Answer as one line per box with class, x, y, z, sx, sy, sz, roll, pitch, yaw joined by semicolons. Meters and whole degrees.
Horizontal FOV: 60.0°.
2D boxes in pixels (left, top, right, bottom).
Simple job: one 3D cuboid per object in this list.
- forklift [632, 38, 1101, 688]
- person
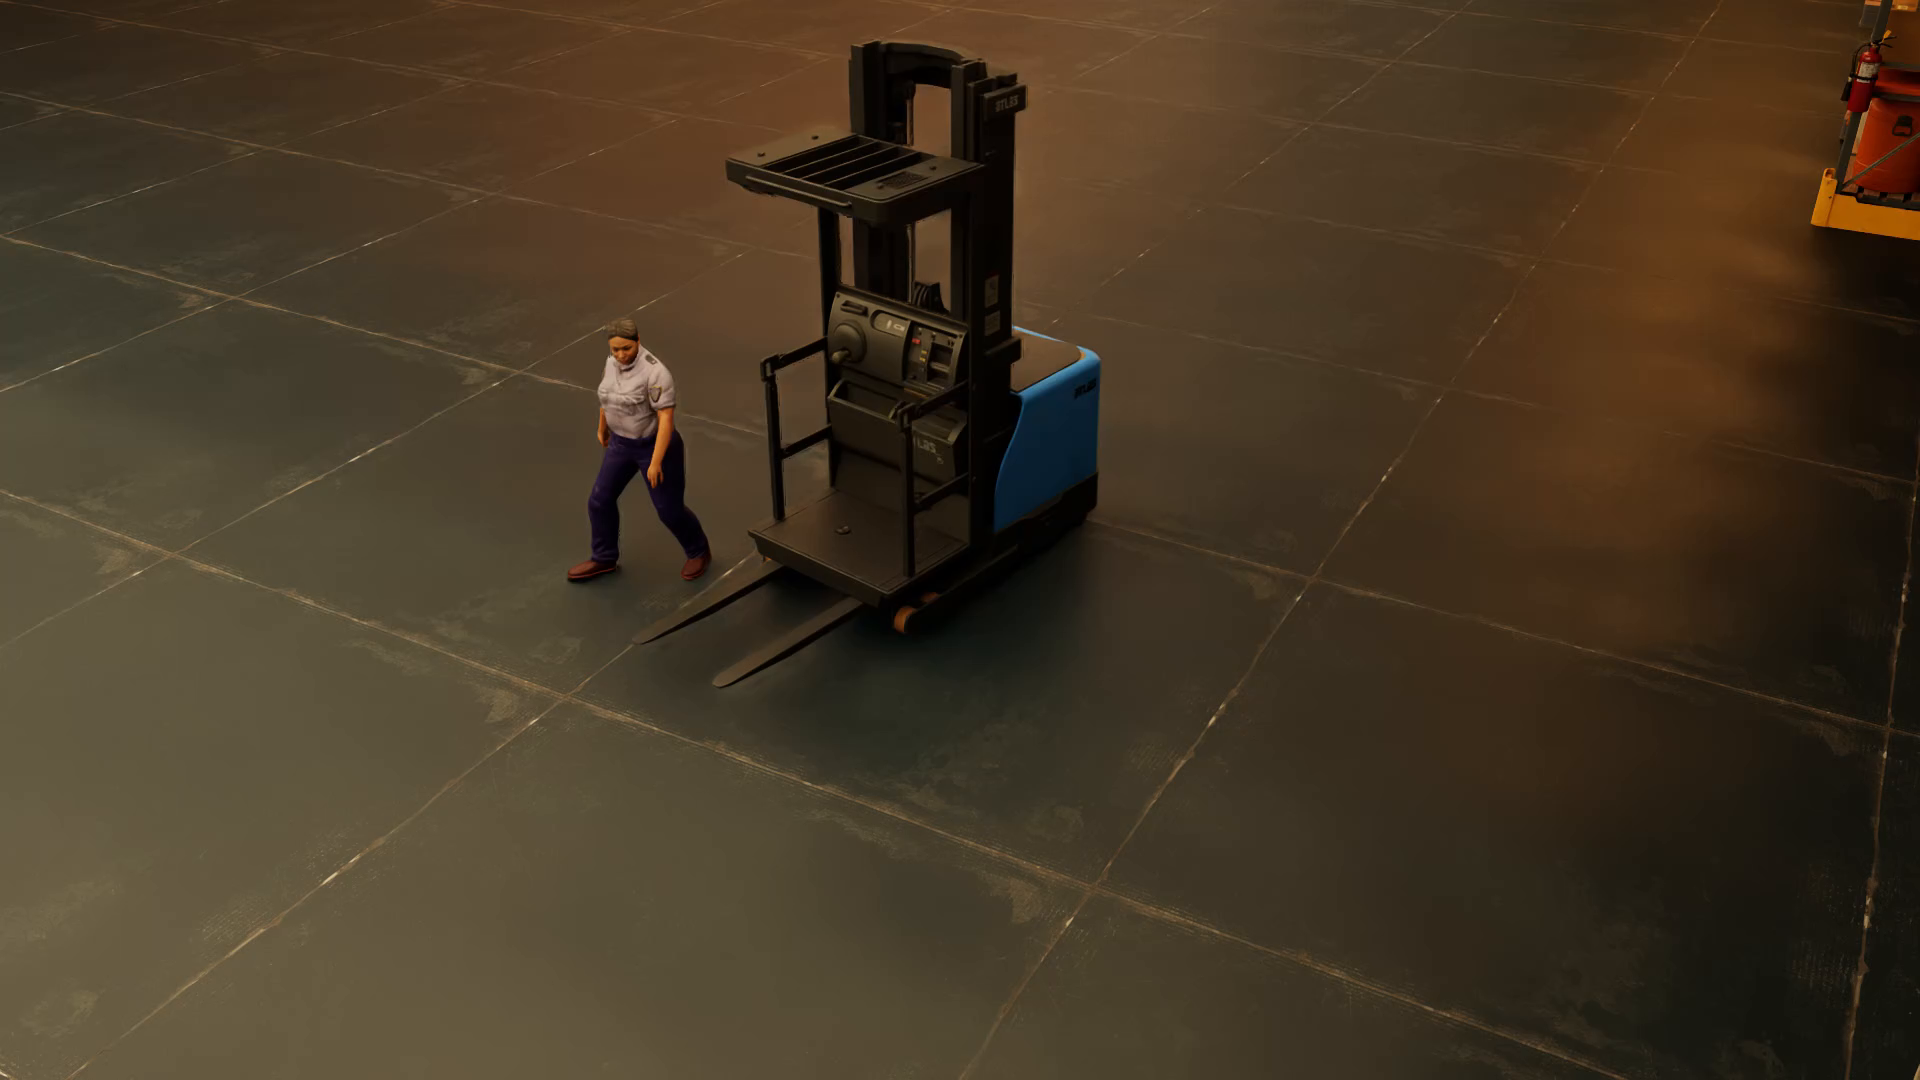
forklift;-0.484;-1.028;8.852;1.130;2.935;3.031;23;37;34
person;-1.835;-0.503;9.292;0.705;1.597;0.666;17;34;27
